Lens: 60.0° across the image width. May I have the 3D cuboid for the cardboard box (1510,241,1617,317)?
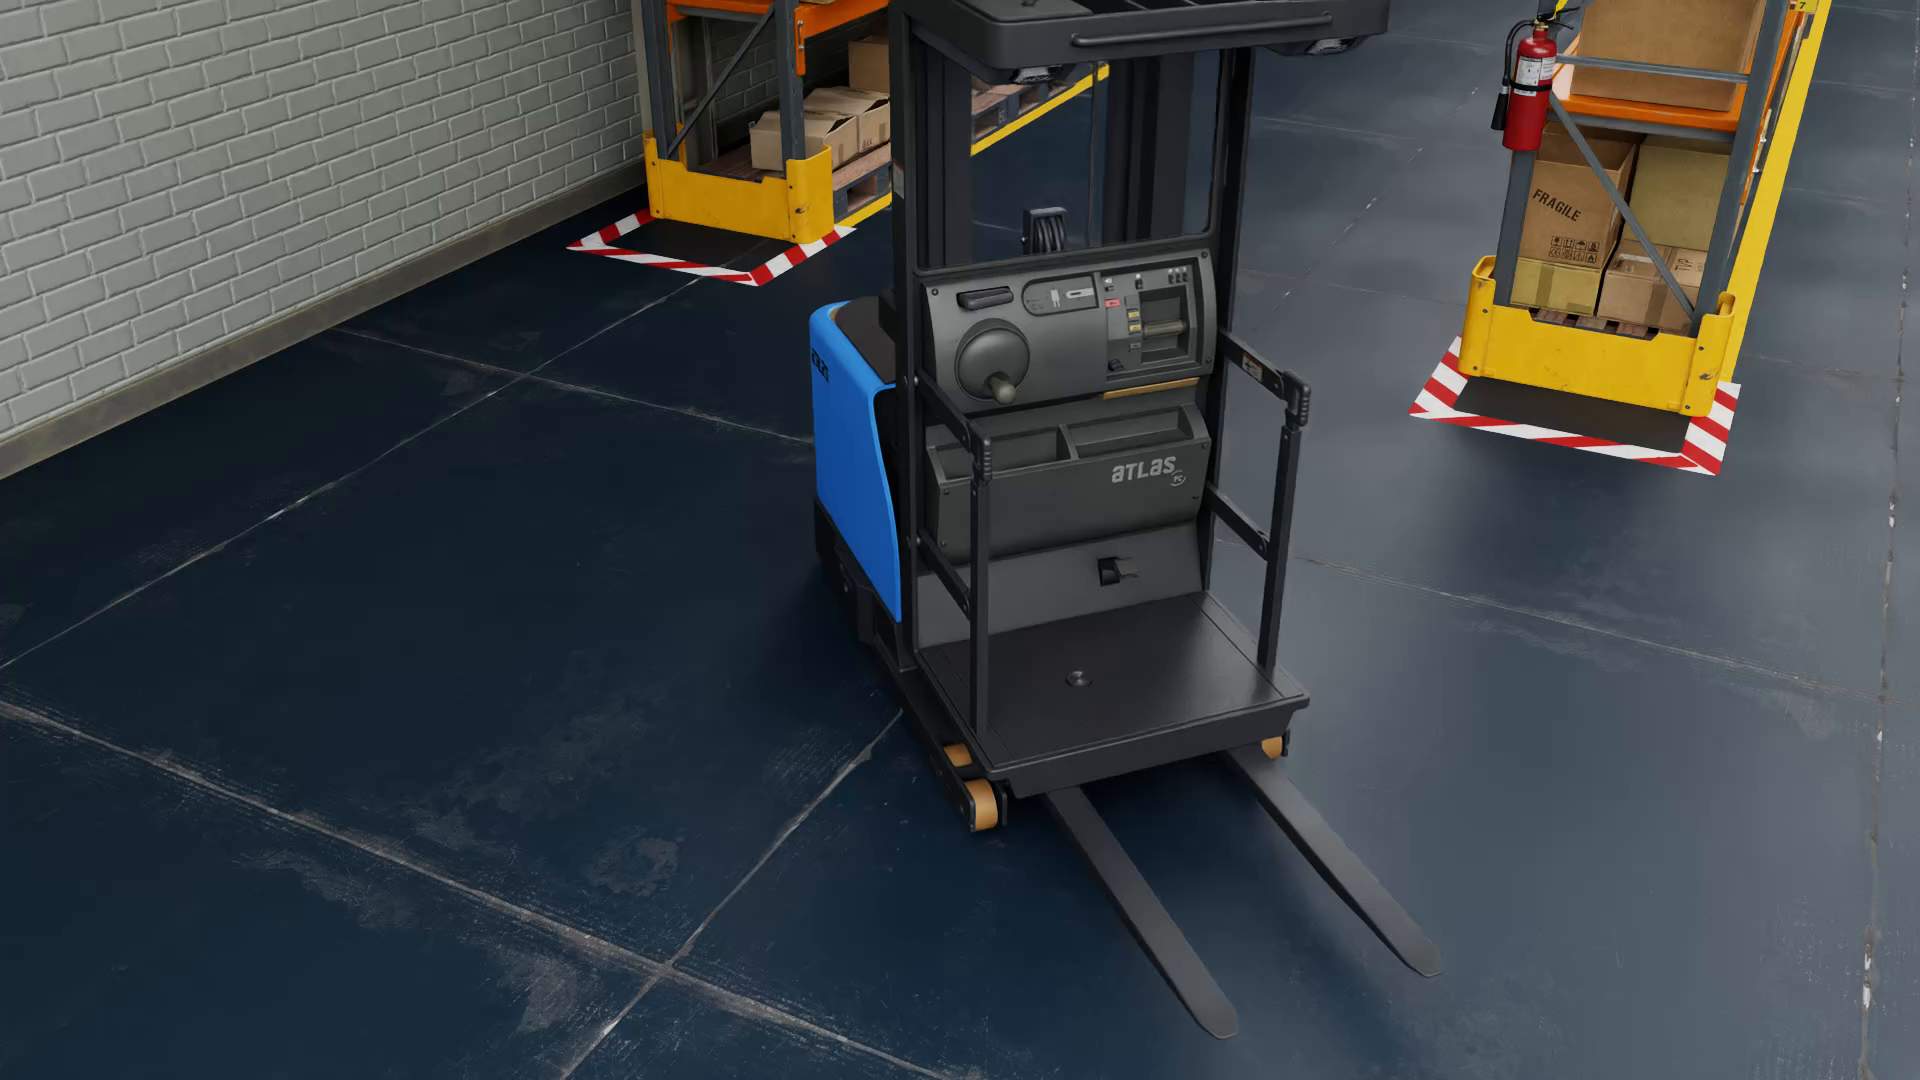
[{"bbox_3d":[3.026,-1.377,8.474,0.500,0.250,0.500,14,33,23],"label":"cardboard box"}]

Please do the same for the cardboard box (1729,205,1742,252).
[{"bbox_3d":[3.939,-1.703,9.043,0.500,0.250,0.500,14,33,23],"label":"cardboard box"}]

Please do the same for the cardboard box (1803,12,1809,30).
[{"bbox_3d":[6.666,-4.330,13.617,0.500,0.250,0.500,15,33,24],"label":"cardboard box"}]

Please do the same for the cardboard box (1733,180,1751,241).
[{"bbox_3d":[4.172,-1.924,9.427,0.500,0.250,0.500,14,33,23],"label":"cardboard box"}]

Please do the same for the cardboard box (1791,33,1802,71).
[{"bbox_3d":[5.971,-3.649,12.432,0.500,0.250,0.500,15,33,24],"label":"cardboard box"}]

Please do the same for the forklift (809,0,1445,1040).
[{"bbox_3d":[0.424,-0.599,4.850,1.130,2.935,3.031,-11,32,-18],"label":"forklift"}]

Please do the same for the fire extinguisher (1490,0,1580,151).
[{"bbox_3d":[2.577,-2.101,7.475,0.296,0.674,0.183,14,33,23],"label":"fire extinguisher"}]

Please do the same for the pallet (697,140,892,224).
[{"bbox_3d":[-0.931,-2.381,10.684,1.003,0.211,1.213,14,33,23],"label":"pallet"}]

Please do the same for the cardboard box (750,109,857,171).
[{"bbox_3d":[-0.972,-2.515,10.376,0.500,0.311,0.500,11,32,18],"label":"cardboard box"}]

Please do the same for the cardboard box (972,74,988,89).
[{"bbox_3d":[0.018,-3.615,12.101,0.500,0.500,0.500,12,32,20],"label":"cardboard box"}]

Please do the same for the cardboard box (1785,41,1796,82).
[{"bbox_3d":[5.277,-3.215,11.113,0.500,0.311,0.500,14,33,23],"label":"cardboard box"}]

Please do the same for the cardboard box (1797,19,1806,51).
[{"bbox_3d":[6.203,-3.878,12.831,0.500,0.250,0.500,15,33,24],"label":"cardboard box"}]

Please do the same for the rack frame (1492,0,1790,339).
[{"bbox_3d":[3.044,-2.082,7.363,1.000,3.000,0.127,14,33,23],"label":"rack frame"}]

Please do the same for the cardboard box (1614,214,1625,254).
[{"bbox_3d":[3.243,-1.601,8.865,0.500,0.250,0.500,14,33,23],"label":"cardboard box"}]

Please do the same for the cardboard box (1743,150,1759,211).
[{"bbox_3d":[4.399,-2.145,9.813,0.500,0.250,0.500,14,33,23],"label":"cardboard box"}]

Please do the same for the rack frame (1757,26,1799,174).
[{"bbox_3d":[4.867,-3.855,10.451,1.000,3.000,0.127,14,33,23],"label":"rack frame"}]

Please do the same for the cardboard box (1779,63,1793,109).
[{"bbox_3d":[5.505,-3.194,11.639,0.500,0.250,0.500,15,33,24],"label":"cardboard box"}]

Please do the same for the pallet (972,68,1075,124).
[{"bbox_3d":[0.181,-3.462,12.567,1.003,0.211,1.213,14,33,23],"label":"pallet"}]

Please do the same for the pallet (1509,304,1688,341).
[{"bbox_3d":[3.356,-1.221,8.665,1.003,0.211,1.213,14,33,23],"label":"pallet"}]

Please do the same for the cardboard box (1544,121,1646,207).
[{"bbox_3d":[3.466,-2.149,9.066,0.500,0.500,0.500,14,33,23],"label":"cardboard box"}]

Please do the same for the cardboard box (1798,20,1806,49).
[{"bbox_3d":[6.435,-4.100,13.218,0.500,0.250,0.500,14,33,23],"label":"cardboard box"}]

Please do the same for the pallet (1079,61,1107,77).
[{"bbox_3d":[0.808,-4.114,13.701,1.003,0.211,1.213,14,33,23],"label":"pallet"}]

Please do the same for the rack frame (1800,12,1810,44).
[{"bbox_3d":[6.689,-5.629,13.539,1.000,3.000,0.127,14,33,23],"label":"rack frame"}]

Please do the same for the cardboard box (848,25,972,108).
[{"bbox_3d":[-0.333,-3.164,11.316,0.700,0.500,0.500,12,32,20],"label":"cardboard box"}]

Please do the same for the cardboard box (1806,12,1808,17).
[{"bbox_3d":[6.438,-4.342,13.074,0.500,0.311,0.500,14,33,23],"label":"cardboard box"}]

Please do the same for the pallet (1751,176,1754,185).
[{"bbox_3d":[4.467,-2.303,10.548,1.003,0.211,1.213,14,33,23],"label":"pallet"}]

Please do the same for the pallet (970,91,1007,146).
[{"bbox_3d":[-0.374,-2.920,11.622,1.003,0.211,1.213,14,33,23],"label":"pallet"}]

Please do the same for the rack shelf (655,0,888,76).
[{"bbox_3d":[-0.456,-3.779,11.041,1.077,0.370,4.000,14,33,23],"label":"rack shelf"}]

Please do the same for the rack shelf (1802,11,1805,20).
[{"bbox_3d":[5.778,-4.430,12.175,1.077,0.370,4.000,14,33,23],"label":"rack shelf"}]

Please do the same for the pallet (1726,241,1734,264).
[{"bbox_3d":[3.912,-1.760,9.603,1.003,0.211,1.213,14,33,23],"label":"pallet"}]

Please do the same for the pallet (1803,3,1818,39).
[{"bbox_3d":[7.063,-4.742,14.795,1.003,0.211,1.213,14,33,23],"label":"pallet"}]

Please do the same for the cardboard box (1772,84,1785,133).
[{"bbox_3d":[5.271,-2.968,11.245,0.500,0.250,0.500,13,33,22],"label":"cardboard box"}]

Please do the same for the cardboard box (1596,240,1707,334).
[{"bbox_3d":[3.487,-1.259,8.270,0.500,0.250,0.500,14,33,23],"label":"cardboard box"}]

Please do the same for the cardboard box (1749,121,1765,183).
[{"bbox_3d":[4.172,-2.249,9.240,0.500,0.500,0.500,14,33,23],"label":"cardboard box"}]

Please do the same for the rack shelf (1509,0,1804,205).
[{"bbox_3d":[3.956,-2.657,9.087,1.077,0.370,4.000,14,33,23],"label":"rack shelf"}]

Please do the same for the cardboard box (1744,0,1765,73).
[{"bbox_3d":[3.503,-2.563,8.101,0.700,0.500,0.500,15,33,25],"label":"cardboard box"}]

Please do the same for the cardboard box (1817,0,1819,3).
[{"bbox_3d":[7.151,-4.872,14.291,0.500,0.500,0.500,16,33,25],"label":"cardboard box"}]

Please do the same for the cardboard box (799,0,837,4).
[{"bbox_3d":[-0.862,-3.292,9.601,0.500,0.250,0.500,13,32,22],"label":"cardboard box"}]

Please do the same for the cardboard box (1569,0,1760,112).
[{"bbox_3d":[3.268,-2.329,7.694,0.700,0.500,0.500,14,33,23],"label":"cardboard box"}]

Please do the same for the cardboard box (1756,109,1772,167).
[{"bbox_3d":[4.850,-2.590,10.587,0.500,0.250,0.500,14,33,23],"label":"cardboard box"}]

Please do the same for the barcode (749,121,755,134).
[{"bbox_3d":[-1.320,-2.618,10.546,0.001,0.075,0.075,14,33,23],"label":"barcode"}]

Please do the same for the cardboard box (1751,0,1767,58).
[{"bbox_3d":[3.735,-2.782,8.482,0.700,0.500,0.500,15,33,24],"label":"cardboard box"}]

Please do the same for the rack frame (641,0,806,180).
[{"bbox_3d":[-1.367,-3.204,9.318,1.000,3.000,0.127,14,33,23],"label":"rack frame"}]

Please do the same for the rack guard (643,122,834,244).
[{"bbox_3d":[-1.333,-2.154,9.999,1.175,0.500,0.348,14,33,23],"label":"rack guard"}]

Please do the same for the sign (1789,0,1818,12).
[{"bbox_3d":[3.536,-2.363,6.904,0.100,0.325,0.005,14,33,23],"label":"sign"}]

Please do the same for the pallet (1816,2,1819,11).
[{"bbox_3d":[7.619,-5.280,15.733,1.003,0.211,1.213,14,33,23],"label":"pallet"}]

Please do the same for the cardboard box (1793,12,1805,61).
[{"bbox_3d":[5.744,-3.665,11.897,0.500,0.311,0.500,13,32,22],"label":"cardboard box"}]

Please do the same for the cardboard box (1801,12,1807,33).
[{"bbox_3d":[5.976,-3.897,12.300,0.500,0.311,0.500,15,33,25],"label":"cardboard box"}]

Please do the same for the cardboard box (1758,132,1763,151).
[{"bbox_3d":[4.613,-2.370,10.205,0.500,0.250,0.500,14,33,23],"label":"cardboard box"}]

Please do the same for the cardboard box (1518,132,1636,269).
[{"bbox_3d":[3.024,-1.702,8.288,0.500,0.500,0.500,14,33,23],"label":"cardboard box"}]

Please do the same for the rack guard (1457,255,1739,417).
[{"bbox_3d":[3.033,-0.987,7.967,1.175,0.500,0.348,14,33,23],"label":"rack guard"}]

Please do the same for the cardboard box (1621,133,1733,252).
[{"bbox_3d":[3.713,-1.806,8.470,0.500,0.500,0.500,14,33,23],"label":"cardboard box"}]

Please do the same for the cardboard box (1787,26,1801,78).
[{"bbox_3d":[5.509,-3.436,11.497,0.500,0.311,0.500,14,33,23],"label":"cardboard box"}]

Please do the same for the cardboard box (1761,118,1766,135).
[{"bbox_3d":[4.612,-2.696,10.019,0.500,0.500,0.500,14,33,23],"label":"cardboard box"}]

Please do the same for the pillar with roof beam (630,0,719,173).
[{"bbox_3d":[2.014,-5.336,7.005,9.100,9.000,0.400,14,33,23],"label":"pillar with roof beam"}]

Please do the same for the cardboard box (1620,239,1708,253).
[{"bbox_3d":[3.711,-1.482,8.657,0.500,0.250,0.500,14,33,23],"label":"cardboard box"}]

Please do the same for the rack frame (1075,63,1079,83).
[{"bbox_3d":[0.455,-4.977,12.405,1.000,3.000,0.127,14,33,23],"label":"rack frame"}]

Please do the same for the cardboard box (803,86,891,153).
[{"bbox_3d":[-0.712,-2.768,10.816,0.500,0.311,0.500,17,34,27],"label":"cardboard box"}]
